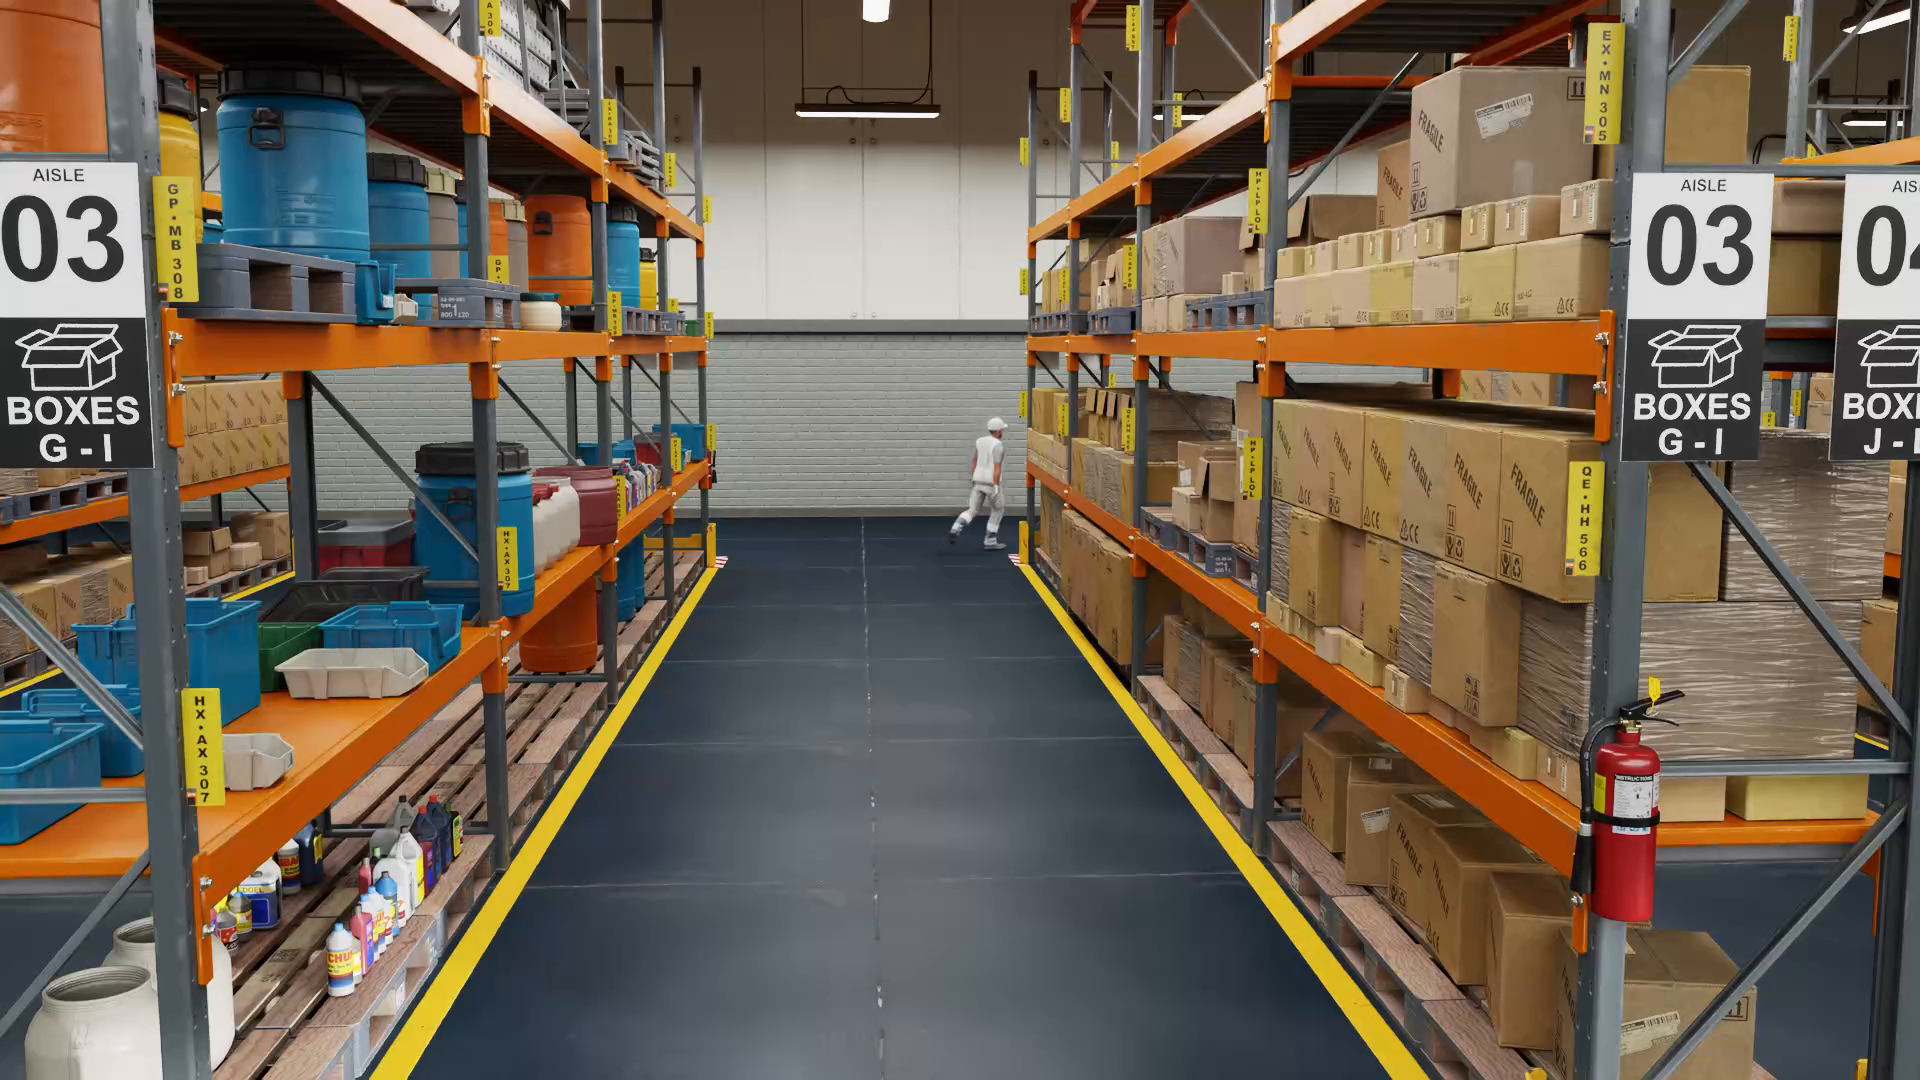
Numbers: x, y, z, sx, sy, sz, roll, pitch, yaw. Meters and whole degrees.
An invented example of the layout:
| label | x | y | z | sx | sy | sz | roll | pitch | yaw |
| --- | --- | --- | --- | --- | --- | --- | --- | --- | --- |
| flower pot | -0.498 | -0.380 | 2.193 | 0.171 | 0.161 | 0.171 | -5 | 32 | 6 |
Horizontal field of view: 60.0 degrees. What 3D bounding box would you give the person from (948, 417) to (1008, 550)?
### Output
| label | x | y | z | sx | sy | sz | roll | pitch | yaw |
| --- | --- | --- | --- | --- | --- | --- | --- | --- | --- |
| person | 0.268 | -0.731 | 21.832 | 0.795 | 1.749 | 0.610 | -6 | 9 | -42 |
